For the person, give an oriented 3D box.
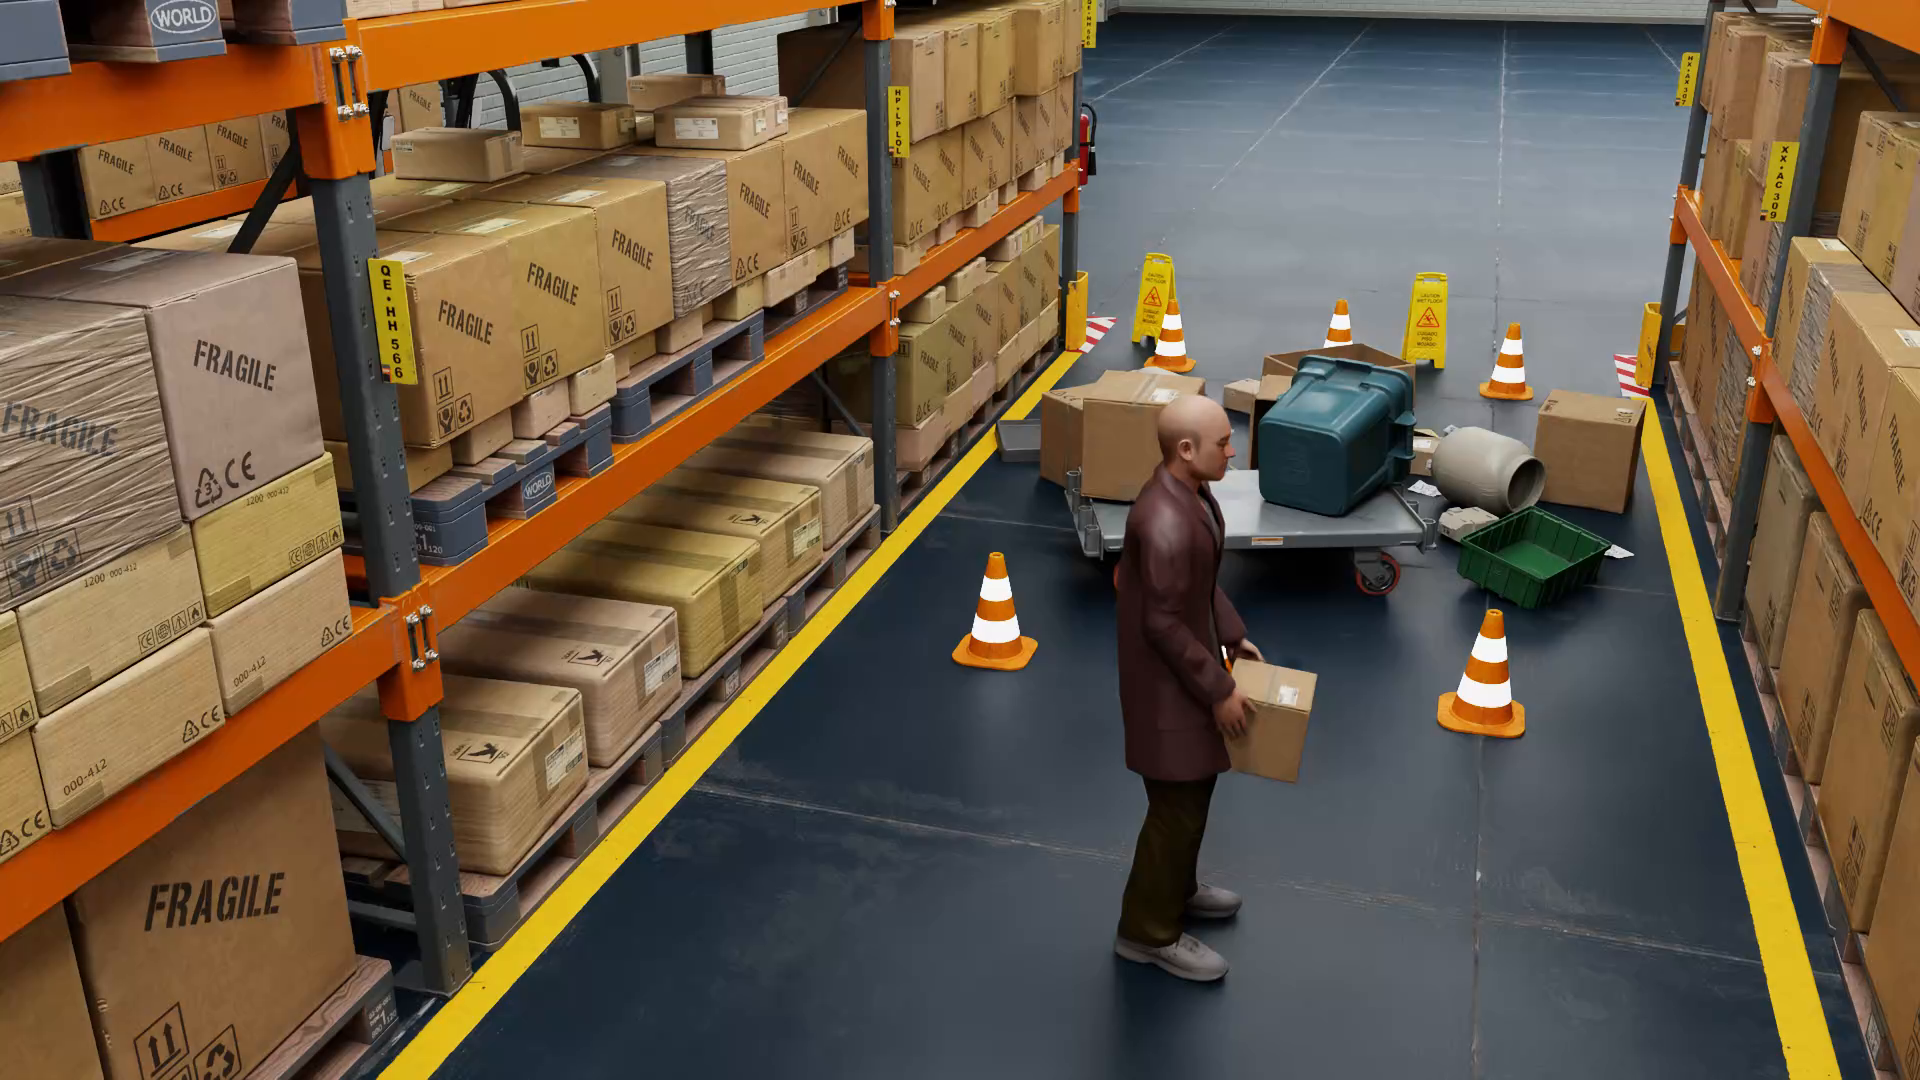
[{"bbox_3d":[0.691,0.439,5.026,0.443,1.756,0.579,6,22,15],"label":"person"}]
